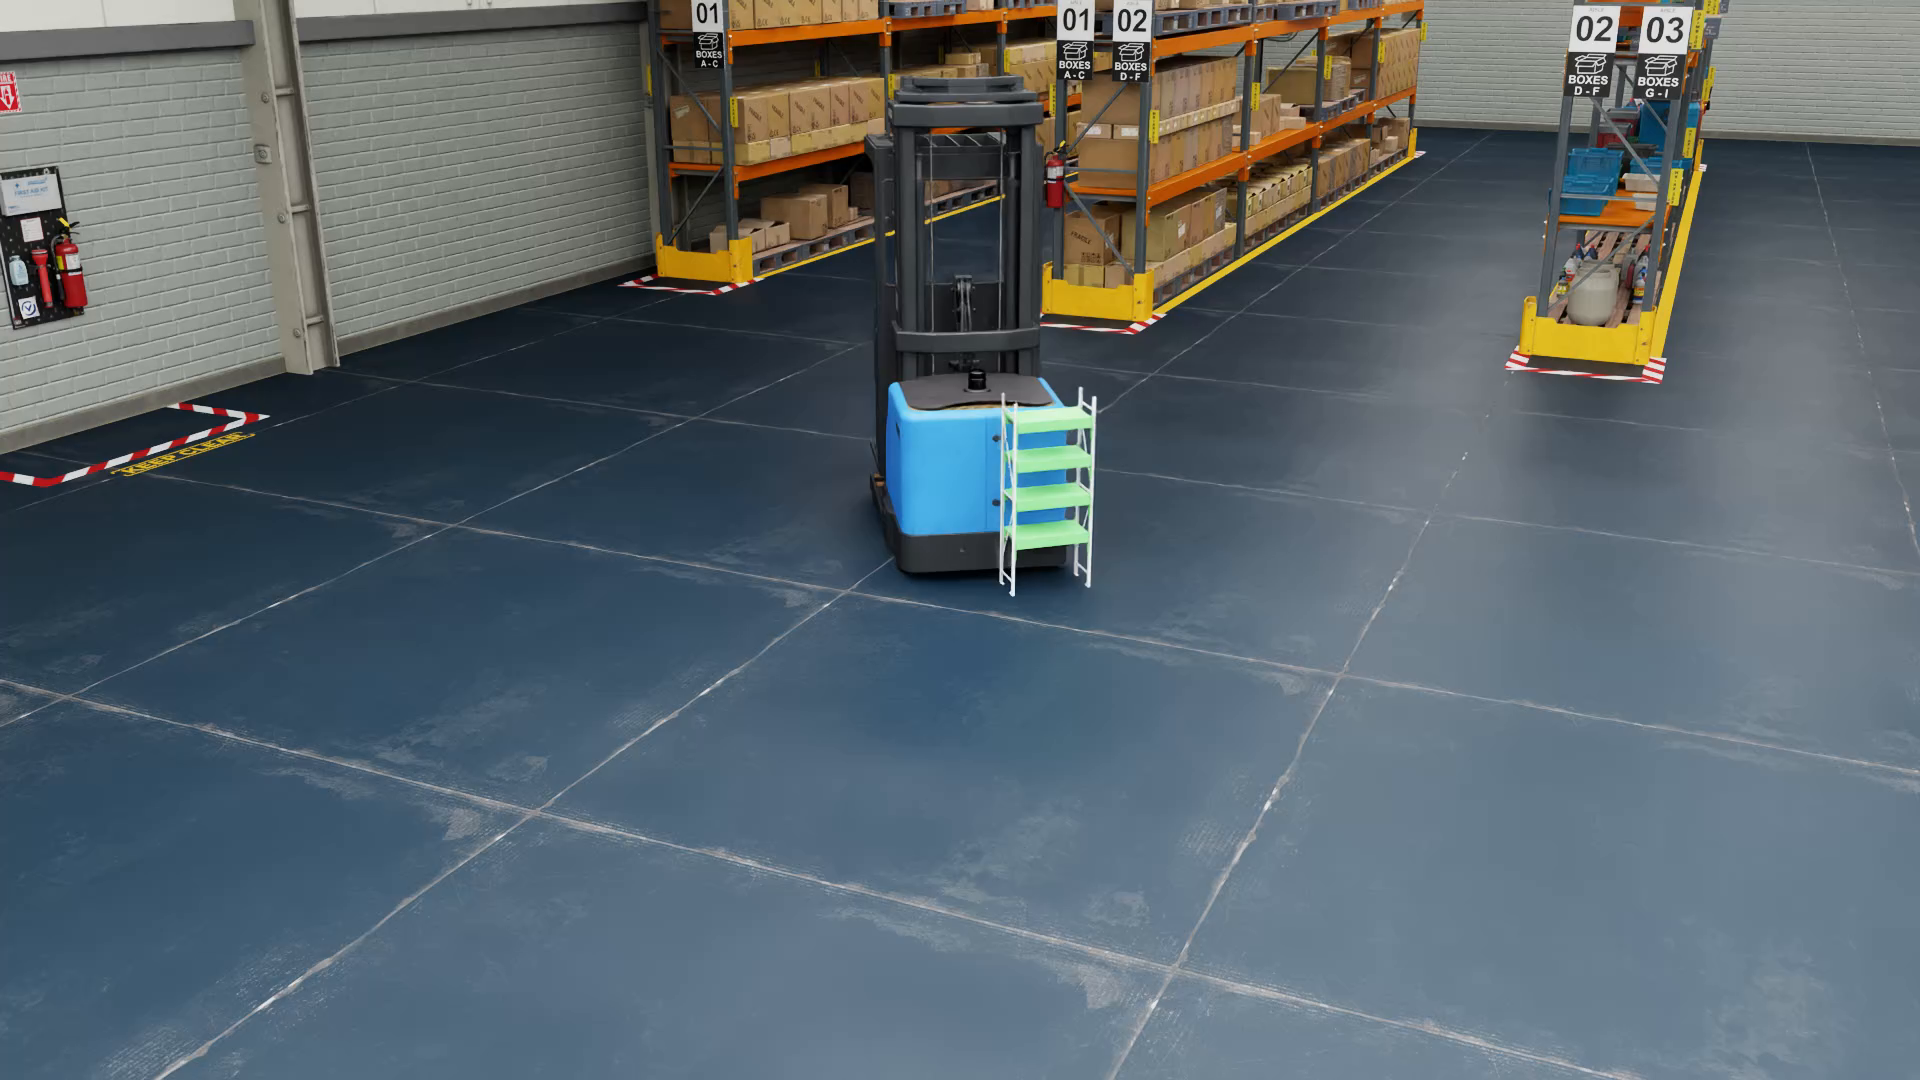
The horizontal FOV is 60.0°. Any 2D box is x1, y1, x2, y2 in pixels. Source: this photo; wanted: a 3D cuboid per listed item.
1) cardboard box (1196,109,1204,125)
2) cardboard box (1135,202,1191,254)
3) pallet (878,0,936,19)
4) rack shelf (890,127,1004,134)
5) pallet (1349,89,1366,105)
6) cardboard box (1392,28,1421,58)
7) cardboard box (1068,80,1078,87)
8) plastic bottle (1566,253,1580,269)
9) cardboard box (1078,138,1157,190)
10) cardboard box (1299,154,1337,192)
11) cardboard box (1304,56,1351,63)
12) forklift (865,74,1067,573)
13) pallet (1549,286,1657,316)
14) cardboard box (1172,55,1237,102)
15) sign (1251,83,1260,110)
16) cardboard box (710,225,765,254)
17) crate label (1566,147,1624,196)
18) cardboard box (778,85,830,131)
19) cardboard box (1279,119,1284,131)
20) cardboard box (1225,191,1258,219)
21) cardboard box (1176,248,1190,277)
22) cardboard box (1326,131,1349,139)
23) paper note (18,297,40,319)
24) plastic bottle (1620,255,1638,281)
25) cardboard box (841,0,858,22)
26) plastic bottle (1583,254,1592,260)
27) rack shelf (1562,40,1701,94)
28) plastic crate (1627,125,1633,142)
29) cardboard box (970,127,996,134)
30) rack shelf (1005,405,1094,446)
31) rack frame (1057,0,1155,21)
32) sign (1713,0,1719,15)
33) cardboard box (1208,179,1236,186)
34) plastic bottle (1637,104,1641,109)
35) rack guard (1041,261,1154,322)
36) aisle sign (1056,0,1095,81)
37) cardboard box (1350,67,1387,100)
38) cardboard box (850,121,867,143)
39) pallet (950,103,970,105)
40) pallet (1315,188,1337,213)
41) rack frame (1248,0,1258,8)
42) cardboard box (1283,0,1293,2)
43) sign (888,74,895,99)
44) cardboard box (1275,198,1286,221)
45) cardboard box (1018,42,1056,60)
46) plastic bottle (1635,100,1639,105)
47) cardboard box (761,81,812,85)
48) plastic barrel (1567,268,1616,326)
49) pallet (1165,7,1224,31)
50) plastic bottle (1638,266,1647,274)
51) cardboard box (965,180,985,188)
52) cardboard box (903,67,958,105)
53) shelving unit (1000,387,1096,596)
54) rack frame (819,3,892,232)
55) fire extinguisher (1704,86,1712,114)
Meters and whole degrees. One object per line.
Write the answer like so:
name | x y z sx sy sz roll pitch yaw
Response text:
cardboard box | 2.560 -4.822 18.933 0.380 0.149 0.250 9 22 24
cardboard box | 2.284 -3.525 18.762 0.500 0.500 0.500 9 21 23
pallet | -1.067 -7.229 22.622 1.213 0.211 1.003 9 21 23
rack shelf | -0.598 -6.002 24.443 1.077 0.370 4.000 9 21 23
pallet | 5.953 -7.177 26.960 1.003 0.211 1.213 9 21 23
cardboard box | 8.086 -9.064 30.337 0.500 0.500 0.500 8 21 22
cardboard box | 1.700 -8.039 28.474 0.500 0.500 0.500 9 21 23
plastic bottle | 6.660 -2.952 18.090 0.144 0.351 0.185 8 21 22
cardboard box | 1.668 -4.016 17.637 0.700 0.500 0.500 9 21 23
cardboard box | 5.398 -5.564 25.212 0.500 0.500 0.500 8 21 21
cardboard box | 5.981 -7.628 27.164 0.700 0.500 0.500 2 20 4
forklift | -0.045 -1.635 11.192 1.130 2.935 3.031 -3 20 -7
pallet | 6.810 -2.483 17.635 1.003 0.211 1.213 9 21 23
cardboard box | 2.928 -5.573 20.078 0.700 0.500 0.500 9 21 23
sign | 3.610 -5.421 20.324 0.100 0.325 0.005 9 21 23
cardboard box | -2.690 -3.647 20.102 0.500 0.311 0.500 6 20 17
crate label | 6.490 -3.764 17.023 0.502 0.435 0.616 9 21 23
cardboard box | -1.956 -5.370 20.667 0.500 0.500 0.500 9 22 24
cardboard box | 4.271 -5.758 23.058 0.380 0.149 0.250 10 22 27
cardboard box | 3.500 -4.310 21.251 0.500 0.311 0.500 9 21 23
cardboard box | 2.295 -3.170 18.884 0.500 0.250 0.500 9 21 23
cardboard box | 6.354 -6.739 28.516 0.500 0.500 0.500 9 21 23
paper note | -7.197 -1.796 12.856 0.016 0.148 0.142 9 21 23
plastic bottle | 7.396 -3.012 18.370 0.152 0.276 0.135 9 21 23
cardboard box | -1.617 -6.858 21.122 0.500 0.500 0.500 7 21 18
plastic bottle | 6.963 -3.041 18.460 0.097 0.271 0.097 0 20 0
rack shelf | 6.802 -4.833 16.680 1.077 0.370 4.000 9 21 23
plastic crate | 7.789 -4.743 19.852 0.392 0.384 0.575 9 21 23
cardboard box | 0.641 -6.344 26.913 0.750 0.750 0.750 8 21 22
rack shelf | 0.521 -0.679 9.842 0.480 0.148 0.258 -6 21 -16
rack frame | 1.465 -6.655 16.252 1.000 3.000 0.127 9 21 23
sign | 9.764 -6.884 21.528 0.100 0.325 0.005 9 21 23
cardboard box | 3.422 -4.693 22.328 0.500 0.311 0.500 8 21 23
plastic bottle | 9.711 -6.107 23.837 0.061 0.283 0.133 9 21 23
rack guard | 1.456 -2.643 17.655 1.175 0.500 0.348 9 21 23
aisle sign | 1.171 -5.073 16.878 0.394 0.787 0.004 9 21 23
cardboard box | 6.837 -7.662 27.888 0.500 0.500 0.500 9 22 24
cardboard box | -1.546 -5.331 21.676 0.500 0.250 0.500 9 21 23
pallet | -0.553 -6.251 24.357 1.003 0.211 1.213 9 21 23
pallet | 5.082 -5.183 25.228 1.003 0.211 1.213 9 21 23
rack frame | 3.103 -7.878 19.690 1.000 3.000 0.127 9 21 23
cardboard box | 4.164 -7.332 22.229 0.500 0.250 0.500 8 21 22
sign | -0.919 -6.066 22.256 0.100 0.325 0.005 9 21 23
cardboard box | 4.124 -4.513 22.659 0.500 0.250 0.500 9 21 24
cardboard box | 1.266 -8.081 27.472 0.500 0.250 0.500 8 21 22
plastic bottle | 9.886 -6.314 24.432 0.152 0.276 0.135 9 21 23
cardboard box | -2.225 -5.598 21.307 0.500 0.500 0.500 9 22 24
plastic barrel | 6.183 -2.385 16.285 0.421 0.512 0.421 0 20 0
pallet | 2.277 -5.787 18.420 1.003 0.211 1.213 9 21 23
plastic bottle | 7.274 -2.778 17.719 0.097 0.271 0.097 0 20 0
cardboard box | -0.027 -5.755 25.748 0.700 0.500 0.500 9 21 23
cardboard box | -0.453 -6.678 24.464 0.700 0.500 0.500 9 21 23
shelving unit | 0.520 -0.288 9.984 0.503 1.200 0.258 -6 21 -16
rack frame | -1.417 -5.730 22.604 1.000 3.000 0.127 9 21 23
fire extinguisher | 13.011 -7.810 29.126 0.296 0.674 0.183 9 21 23
